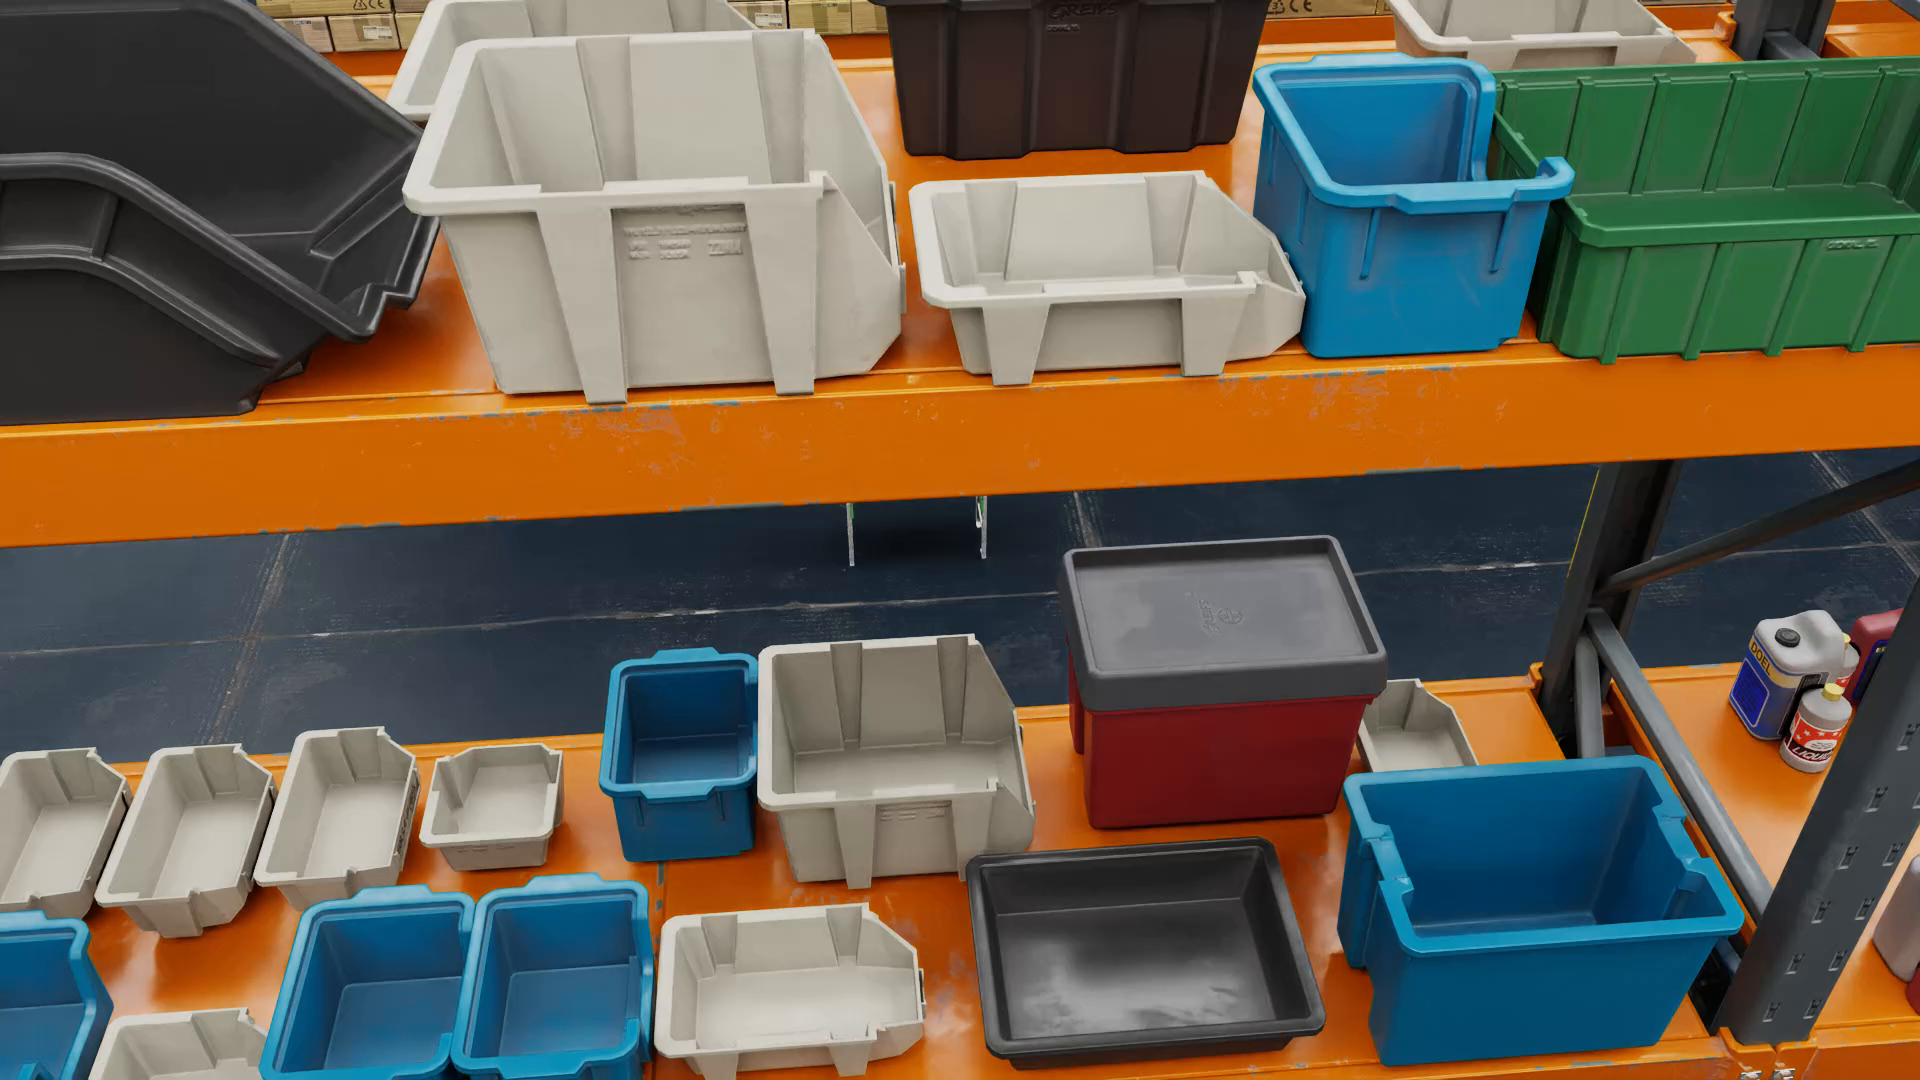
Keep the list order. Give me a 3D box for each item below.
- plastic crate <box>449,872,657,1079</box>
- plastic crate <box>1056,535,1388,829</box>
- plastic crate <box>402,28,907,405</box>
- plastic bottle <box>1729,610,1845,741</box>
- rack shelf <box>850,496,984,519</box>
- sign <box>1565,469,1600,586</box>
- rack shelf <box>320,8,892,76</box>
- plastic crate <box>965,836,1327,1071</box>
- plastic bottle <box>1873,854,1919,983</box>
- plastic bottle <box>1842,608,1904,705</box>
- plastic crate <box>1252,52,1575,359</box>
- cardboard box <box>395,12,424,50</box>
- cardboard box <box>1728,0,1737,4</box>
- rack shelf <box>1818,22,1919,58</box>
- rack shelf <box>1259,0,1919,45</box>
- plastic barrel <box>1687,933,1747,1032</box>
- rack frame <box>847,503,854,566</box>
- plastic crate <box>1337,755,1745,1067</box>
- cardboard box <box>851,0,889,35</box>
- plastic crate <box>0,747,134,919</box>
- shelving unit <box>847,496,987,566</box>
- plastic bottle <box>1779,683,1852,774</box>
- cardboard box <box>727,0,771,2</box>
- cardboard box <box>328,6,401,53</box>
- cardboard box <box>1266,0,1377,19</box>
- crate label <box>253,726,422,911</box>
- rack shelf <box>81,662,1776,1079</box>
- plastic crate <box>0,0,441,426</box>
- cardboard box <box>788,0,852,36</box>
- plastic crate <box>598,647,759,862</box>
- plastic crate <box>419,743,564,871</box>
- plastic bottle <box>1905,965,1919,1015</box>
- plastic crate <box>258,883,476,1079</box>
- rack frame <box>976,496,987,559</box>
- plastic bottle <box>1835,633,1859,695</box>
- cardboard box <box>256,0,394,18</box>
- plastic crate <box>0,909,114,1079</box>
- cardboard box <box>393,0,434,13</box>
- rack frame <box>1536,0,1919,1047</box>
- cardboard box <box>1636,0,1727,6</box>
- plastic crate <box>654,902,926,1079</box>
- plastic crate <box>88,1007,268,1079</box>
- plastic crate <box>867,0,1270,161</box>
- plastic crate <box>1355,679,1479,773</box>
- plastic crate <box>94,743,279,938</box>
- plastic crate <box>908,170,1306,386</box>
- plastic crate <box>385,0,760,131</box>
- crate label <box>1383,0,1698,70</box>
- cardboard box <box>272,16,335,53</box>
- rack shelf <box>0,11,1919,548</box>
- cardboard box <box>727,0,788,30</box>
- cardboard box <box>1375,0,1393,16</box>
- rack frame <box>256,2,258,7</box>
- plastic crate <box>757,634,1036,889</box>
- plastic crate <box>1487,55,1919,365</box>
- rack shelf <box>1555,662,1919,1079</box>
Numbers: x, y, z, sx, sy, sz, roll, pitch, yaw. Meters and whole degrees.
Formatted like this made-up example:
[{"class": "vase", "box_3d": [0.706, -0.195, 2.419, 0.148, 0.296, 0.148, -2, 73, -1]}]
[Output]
[{"class": "plastic crate", "box_3d": [-0.687, 0.816, 2.881, 0.300, 0.233, 0.416, -3, 38, -4]}, {"class": "plastic crate", "box_3d": [0.501, 0.299, 3.349, 0.583, 0.464, 0.402, -3, 38, -4]}, {"class": "plastic crate", "box_3d": [-0.337, -0.389, 1.996, 0.530, 0.282, 0.437, -3, 38, -4]}, {"class": "plastic bottle", "box_3d": [1.776, 0.281, 3.572, 0.135, 0.276, 0.152, -3, 38, -4]}, {"class": "rack shelf", "box_3d": [-0.165, -0.223, 6.055, 0.480, 0.148, 0.258, -3, 38, -4]}, {"class": "sign", "box_3d": [1.365, 0.005, 3.598, 0.005, 0.325, 0.100, -3, 38, -4]}, {"class": "rack shelf", "box_3d": [-1.019, -2.210, 7.210, 4.000, 0.370, 1.077, -3, 38, -4]}, {"class": "plastic crate", "box_3d": [0.321, 0.765, 3.032, 0.590, 0.125, 0.437, -3, 38, -4]}, {"class": "plastic bottle", "box_3d": [1.832, 0.651, 3.043, 0.185, 0.351, 0.144, -3, 38, -4]}, {"class": "plastic bottle", "box_3d": [2.003, 0.238, 3.622, 0.133, 0.283, 0.061, -3, 38, -4]}, {"class": "plastic crate", "box_3d": [0.534, -0.411, 2.063, 0.300, 0.233, 0.416, -3, 38, -4]}, {"class": "cardboard box", "box_3d": [-2.117, -2.129, 6.730, 0.250, 0.149, 0.380, -4, 38, -5]}, {"class": "cardboard box", "box_3d": [3.474, -2.627, 7.077, 0.500, 0.500, 0.500, -4, 38, -5]}, {"class": "rack shelf", "box_3d": [3.404, -0.551, 2.686, 4.000, 0.370, 1.077, -3, 38, -4]}, {"class": "rack shelf", "box_3d": [2.966, -2.430, 7.488, 4.000, 0.370, 1.077, -3, 38, -4]}, {"class": "plastic barrel", "box_3d": [1.956, 1.093, 3.798, 0.708, 0.901, 0.600, -3, 38, -4]}, {"class": "rack frame", "box_3d": [-0.408, -0.449, 5.850, 0.015, 1.200, 0.240, -3, 38, -4]}, {"class": "plastic crate", "box_3d": [0.977, 0.672, 2.941, 0.575, 0.384, 0.392, -3, 38, -4]}, {"class": "cardboard box", "box_3d": [-0.326, -2.228, 6.855, 0.250, 0.149, 0.380, -2, 38, -3]}, {"class": "plastic crate", "box_3d": [-1.776, 0.597, 3.237, 0.243, 0.136, 0.396, -3, 38, -4]}, {"class": "shelving unit", "box_3d": [-0.165, -0.462, 5.867, 0.503, 1.200, 0.258, -3, 38, -4]}, {"class": "plastic bottle", "box_3d": [1.806, 0.387, 3.499, 0.097, 0.201, 0.097, 0, 38, 0]}, {"class": "cardboard box", "box_3d": [-0.971, -2.390, 6.739, 0.500, 0.250, 0.500, -4, 38, -5]}, {"class": "cardboard box", "box_3d": [-2.372, -2.115, 6.712, 0.250, 0.149, 0.380, -4, 38, -5]}, {"class": "cardboard box", "box_3d": [1.454, -2.513, 6.932, 0.500, 0.500, 0.500, -3, 38, -4]}, {"class": "crate label", "box_3d": [-1.211, 0.559, 3.284, 0.243, 0.136, 0.396, -3, 38, -4]}, {"class": "rack shelf", "box_3d": [-0.580, 0.846, 3.337, 4.000, 0.370, 1.077, -3, 38, -4]}, {"class": "plastic crate", "box_3d": [-1.026, -0.394, 1.957, 0.767, 0.338, 0.504, -3, 38, -4]}, {"class": "cardboard box", "box_3d": [-0.581, -2.214, 6.837, 0.250, 0.149, 0.380, -4, 38, -5]}, {"class": "plastic crate", "box_3d": [-0.549, 0.444, 3.352, 0.300, 0.233, 0.416, -3, 38, -4]}, {"class": "plastic crate", "box_3d": [-0.917, 0.532, 3.319, 0.250, 0.136, 0.298, -3, 38, -4]}, {"class": "plastic bottle", "box_3d": [1.815, 0.743, 2.981, 0.133, 0.283, 0.061, -3, 38, -4]}, {"class": "plastic crate", "box_3d": [-0.985, 0.833, 2.860, 0.300, 0.233, 0.416, -3, 38, -4]}, {"class": "rack frame", "box_3d": [0.078, -0.475, 5.884, 0.015, 1.200, 0.240, -3, 38, -4]}, {"class": "plastic bottle", "box_3d": [1.889, 0.287, 3.625, 0.097, 0.201, 0.097, 0, 38, 0]}, {"class": "cardboard box", "box_3d": [-2.509, -2.300, 6.625, 0.500, 0.250, 0.500, -4, 38, -5]}, {"class": "plastic crate", "box_3d": [-1.641, 0.869, 2.814, 0.300, 0.233, 0.416, -3, 38, -4]}, {"class": "cardboard box", "box_3d": [-1.992, -2.333, 6.666, 0.500, 0.250, 0.500, -4, 38, -5]}, {"class": "rack frame", "box_3d": [1.412, 0.454, 3.253, 0.127, 3.000, 1.000, -3, 38, -4]}, {"class": "cardboard box", "box_3d": [2.967, -2.599, 7.042, 0.500, 0.500, 0.500, -2, 38, -3]}, {"class": "plastic crate", "box_3d": [-0.296, 0.815, 2.960, 0.466, 0.136, 0.293, -3, 38, -4]}, {"class": "plastic crate", "box_3d": [-1.294, 0.939, 2.803, 0.298, 0.136, 0.250, -3, 38, -4]}, {"class": "plastic crate", "box_3d": [0.151, -0.774, 2.493, 0.590, 0.269, 0.497, -3, 38, -4]}, {"class": "plastic crate", "box_3d": [0.936, 0.471, 3.396, 0.243, 0.136, 0.396, -3, 38, -4]}, {"class": "plastic crate", "box_3d": [-1.486, 0.590, 3.246, 0.243, 0.136, 0.396, -3, 38, -4]}, {"class": "plastic crate", "box_3d": [0.179, -0.316, 2.020, 0.466, 0.136, 0.293, -3, 38, -4]}, {"class": "plastic crate", "box_3d": [-0.536, -0.667, 2.466, 0.530, 0.136, 0.437, -3, 38, -4]}, {"class": "crate label", "box_3d": [0.899, -0.772, 2.598, 0.466, 0.136, 0.293, -3, 38, -4]}, {"class": "cardboard box", "box_3d": [-2.628, -2.100, 6.693, 0.250, 0.149, 0.380, -3, 38, -3]}, {"class": "rack shelf", "box_3d": [-0.580, -0.332, 2.408, 4.000, 0.370, 1.077, -3, 38, -4]}, {"class": "cardboard box", "box_3d": [-0.835, -2.201, 6.820, 0.250, 0.149, 0.380, -3, 38, -3]}, {"class": "cardboard box", "box_3d": [1.955, -2.541, 6.968, 0.500, 0.500, 0.500, -3, 38, -4]}, {"class": "rack frame", "box_3d": [-3.011, -2.383, 6.848, 0.127, 3.000, 1.000, -3, 38, -4]}, {"class": "plastic crate", "box_3d": [-0.125, 0.447, 3.309, 0.530, 0.282, 0.437, -3, 38, -4]}, {"class": "plastic crate", "box_3d": [1.017, -0.431, 2.124, 0.662, 0.188, 0.450, -3, 38, -4]}, {"class": "rack shelf", "box_3d": [3.404, 0.626, 3.615, 4.000, 0.370, 1.077, -3, 38, -4]}]
